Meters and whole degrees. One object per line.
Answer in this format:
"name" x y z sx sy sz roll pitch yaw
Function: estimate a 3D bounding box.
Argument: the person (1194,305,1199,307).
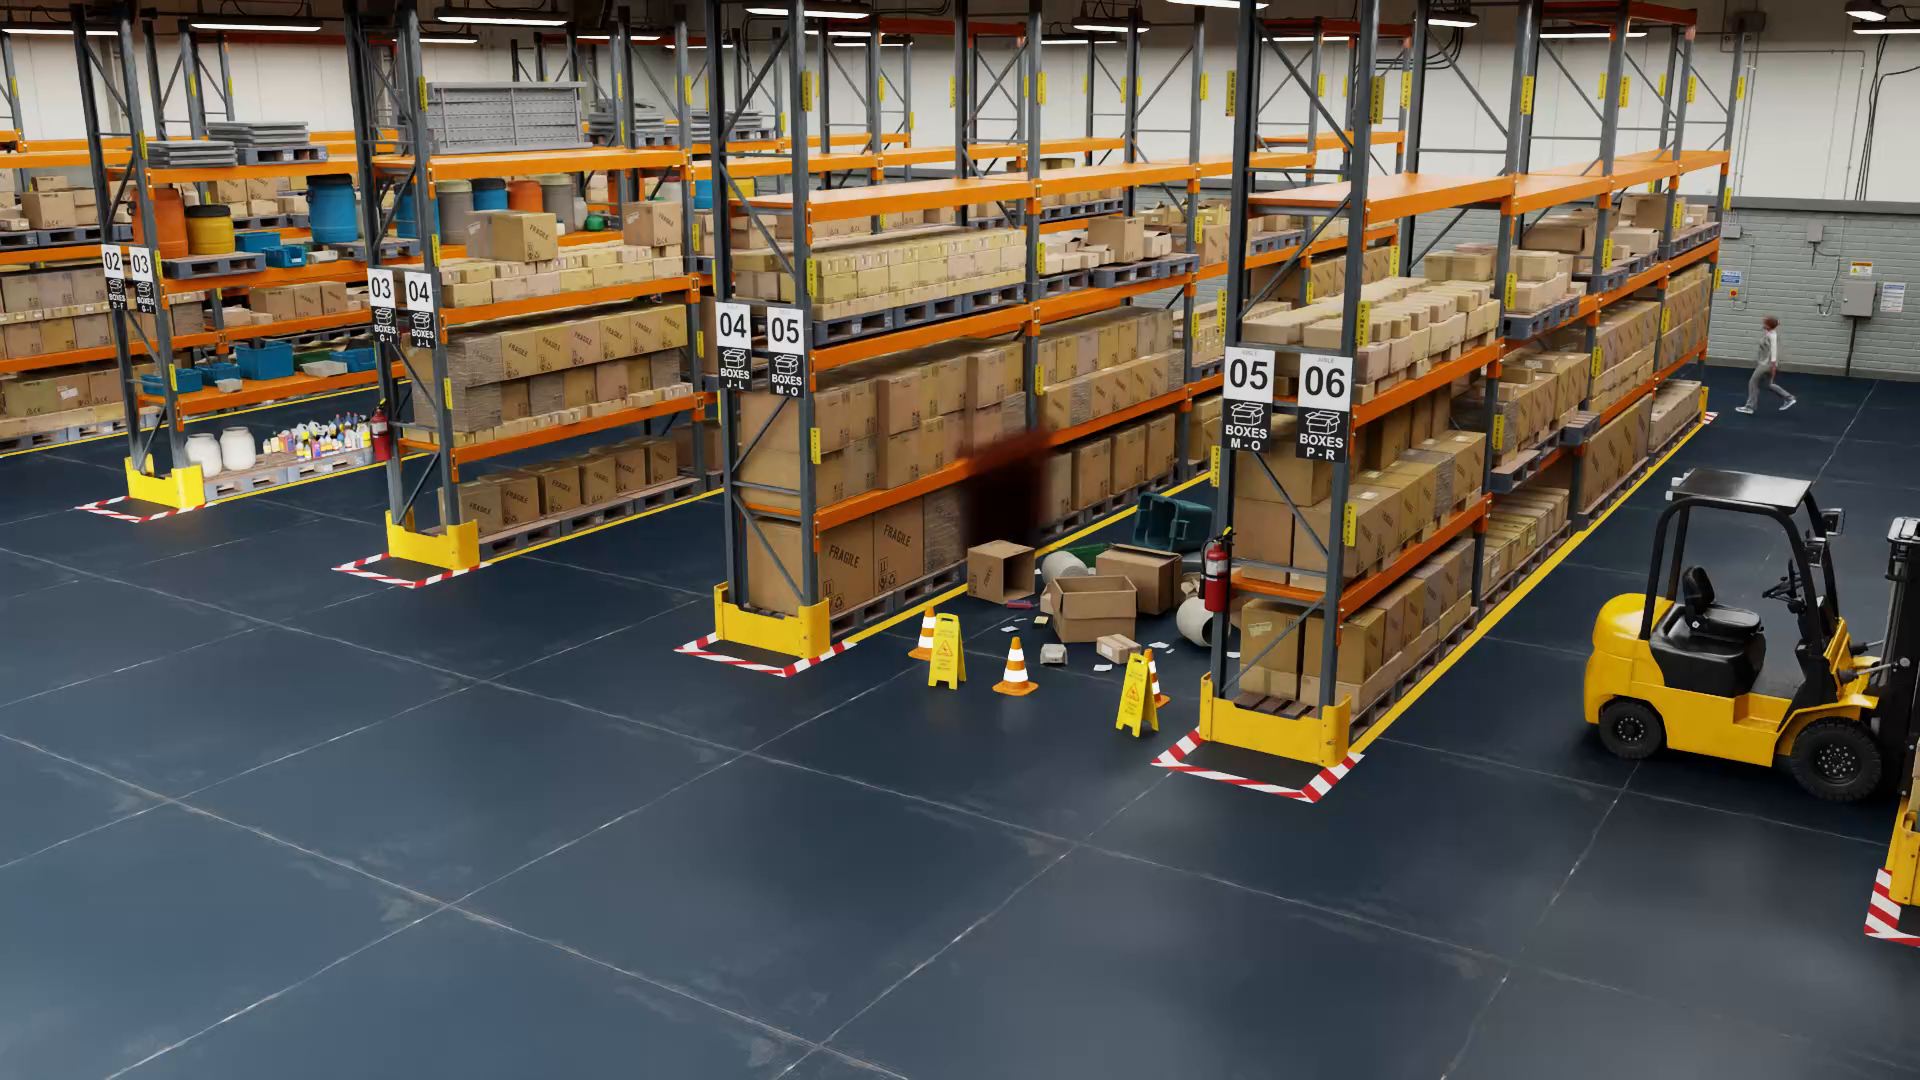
"person" 3.829 -3.009 26.939 0.529 1.610 1.034 9 18 29

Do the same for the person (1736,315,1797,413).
"person" 12.754 -2.753 26.147 0.847 1.560 0.389 10 19 33
